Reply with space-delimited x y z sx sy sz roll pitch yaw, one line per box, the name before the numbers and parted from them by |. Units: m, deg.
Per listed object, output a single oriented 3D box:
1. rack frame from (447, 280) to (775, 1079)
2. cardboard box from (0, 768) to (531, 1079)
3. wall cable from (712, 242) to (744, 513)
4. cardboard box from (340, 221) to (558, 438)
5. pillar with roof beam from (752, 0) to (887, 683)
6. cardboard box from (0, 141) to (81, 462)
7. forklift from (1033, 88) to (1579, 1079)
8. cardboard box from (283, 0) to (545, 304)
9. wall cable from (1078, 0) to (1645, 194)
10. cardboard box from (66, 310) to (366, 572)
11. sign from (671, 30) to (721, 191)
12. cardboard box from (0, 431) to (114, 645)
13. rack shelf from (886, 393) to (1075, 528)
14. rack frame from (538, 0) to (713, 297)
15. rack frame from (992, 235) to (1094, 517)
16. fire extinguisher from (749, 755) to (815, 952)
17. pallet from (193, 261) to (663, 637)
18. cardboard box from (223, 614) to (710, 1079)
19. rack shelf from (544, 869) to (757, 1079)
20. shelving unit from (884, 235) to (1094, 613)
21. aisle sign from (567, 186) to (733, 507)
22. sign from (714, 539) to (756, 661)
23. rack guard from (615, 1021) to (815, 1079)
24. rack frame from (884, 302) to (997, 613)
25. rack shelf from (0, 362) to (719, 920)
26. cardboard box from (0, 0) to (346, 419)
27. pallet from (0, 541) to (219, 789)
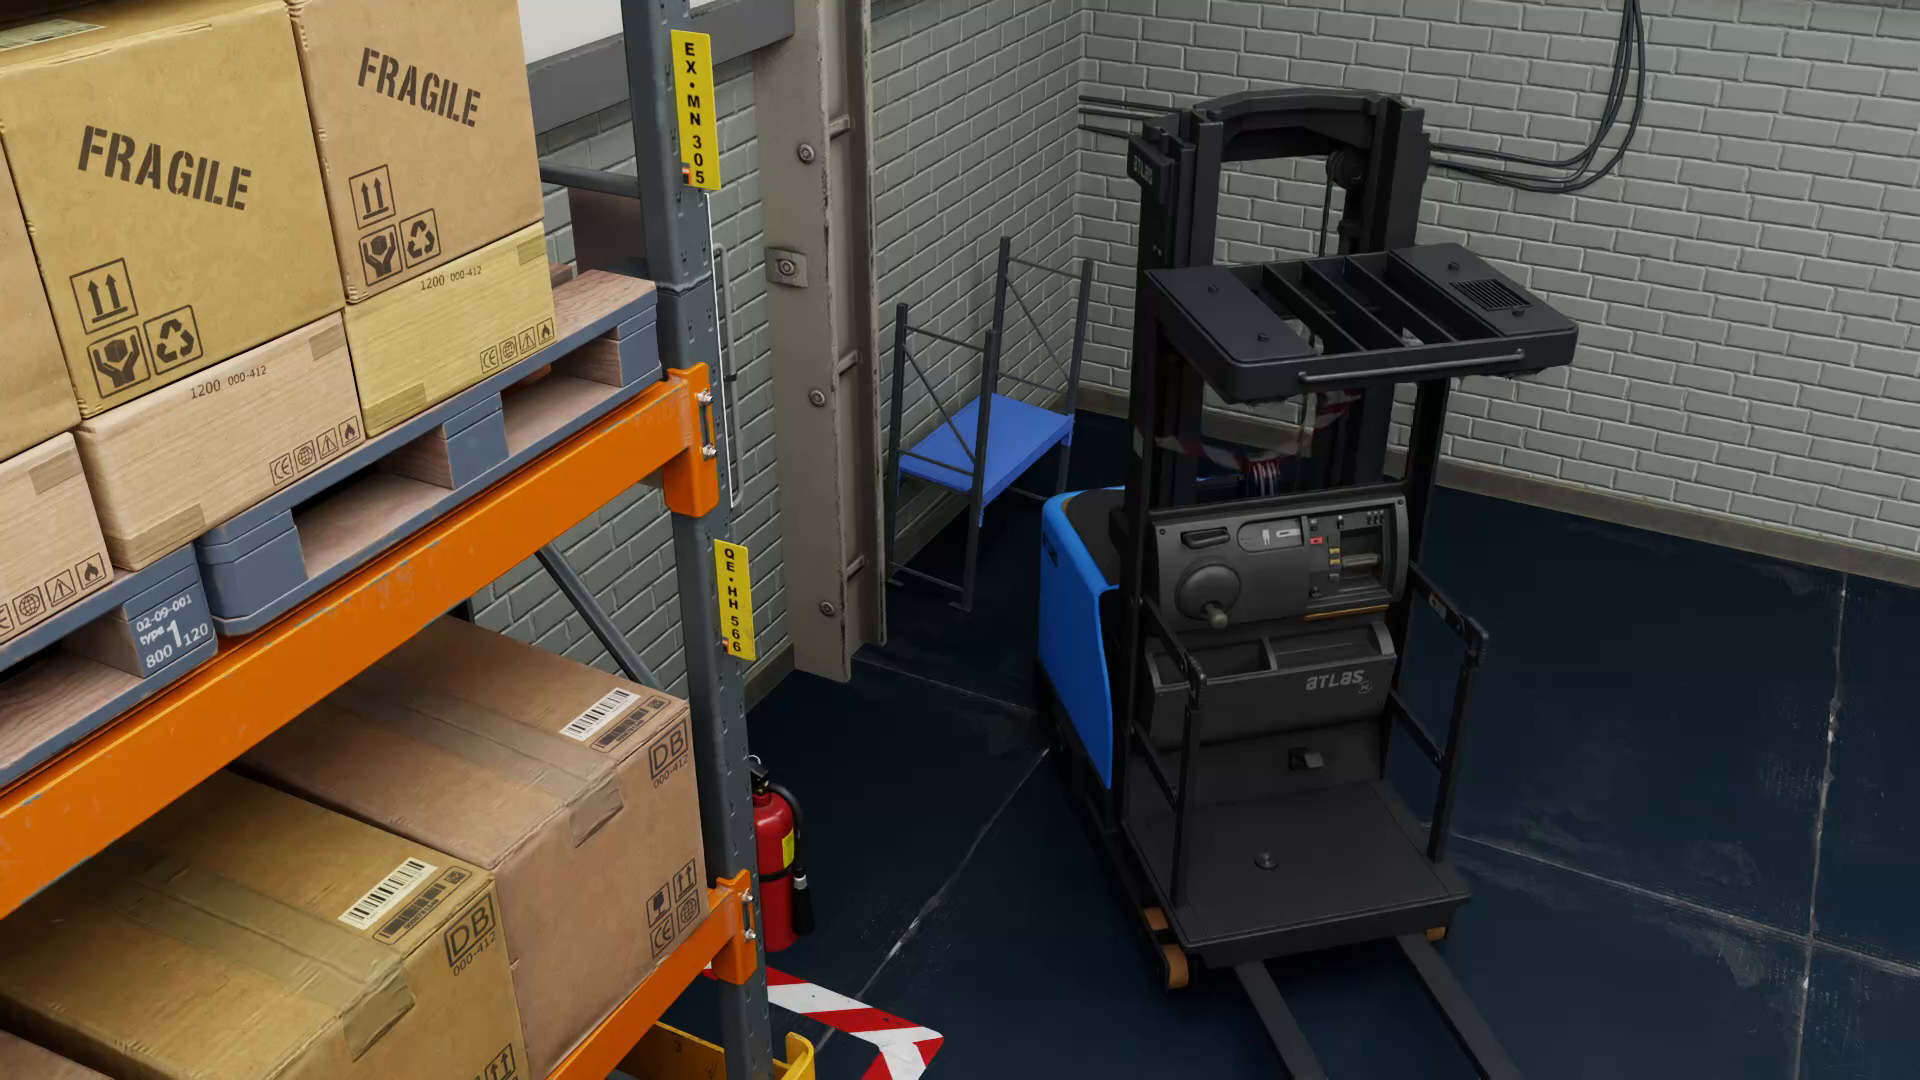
rack frame | -1.031 0.625 4.649 1.000 3.000 0.127 14 33 23
cardboard box | -1.576 1.048 3.611 0.980 0.700 0.700 14 33 23
wall cable | -1.290 -0.598 5.759 0.084 1.984 1.851 14 33 23
cardboard box | -1.128 -0.451 3.140 0.500 0.250 0.500 15 33 25
pillar with roof beam | 3.261 -2.393 3.881 9.100 9.000 0.400 14 33 23
cardboard box | -1.589 -0.322 2.163 0.500 0.500 0.500 13 32 21
forklift | 1.174 0.124 5.591 1.130 2.935 3.031 -7 31 -12
cardboard box | -1.121 -0.775 2.951 0.500 0.500 0.500 14 33 23
wall cable | 1.864 -3.056 8.154 3.097 2.526 0.112 14 33 23
cardboard box | -1.364 -0.220 2.738 0.500 0.250 0.500 13 32 21
sign | -0.554 -0.896 3.476 0.100 0.325 0.005 14 33 23
cardboard box | -1.597 0.012 2.334 0.500 0.250 0.500 13 32 22
rack shelf | 0.117 -0.432 8.317 0.538 0.185 1.000 20 35 22
rack frame | -1.031 -1.976 3.155 1.000 3.000 0.127 14 33 23
rack frame | 0.375 -0.806 8.608 0.500 1.500 0.032 20 35 22
fire extinguisher | -0.551 0.858 4.696 0.296 0.674 0.183 14 33 23
pallet | -1.360 -0.306 3.348 1.003 0.211 1.213 14 33 23
cardboard box | -1.254 0.723 4.177 0.980 0.700 0.700 16 33 25
rack shelf | -1.942 1.824 3.285 1.077 0.370 4.000 14 33 23
shelving unit | 0.130 -0.584 8.221 0.538 1.500 1.048 20 35 22
aisle sign | -0.731 -0.466 3.939 0.394 0.787 0.004 14 33 23
sign | -0.554 0.150 4.077 0.100 0.325 0.005 14 33 23
rack guard | -1.020 1.698 5.290 1.175 0.500 0.348 14 33 23
rack frame | -0.114 -0.362 7.835 0.500 1.500 0.032 20 35 22
rack shelf | -1.942 0.523 2.538 1.077 0.370 4.000 14 33 23
cardboard box | -1.359 -0.556 2.569 0.500 0.500 0.500 15 33 25
pallet | -1.914 0.237 2.402 1.003 0.211 1.213 14 33 23
